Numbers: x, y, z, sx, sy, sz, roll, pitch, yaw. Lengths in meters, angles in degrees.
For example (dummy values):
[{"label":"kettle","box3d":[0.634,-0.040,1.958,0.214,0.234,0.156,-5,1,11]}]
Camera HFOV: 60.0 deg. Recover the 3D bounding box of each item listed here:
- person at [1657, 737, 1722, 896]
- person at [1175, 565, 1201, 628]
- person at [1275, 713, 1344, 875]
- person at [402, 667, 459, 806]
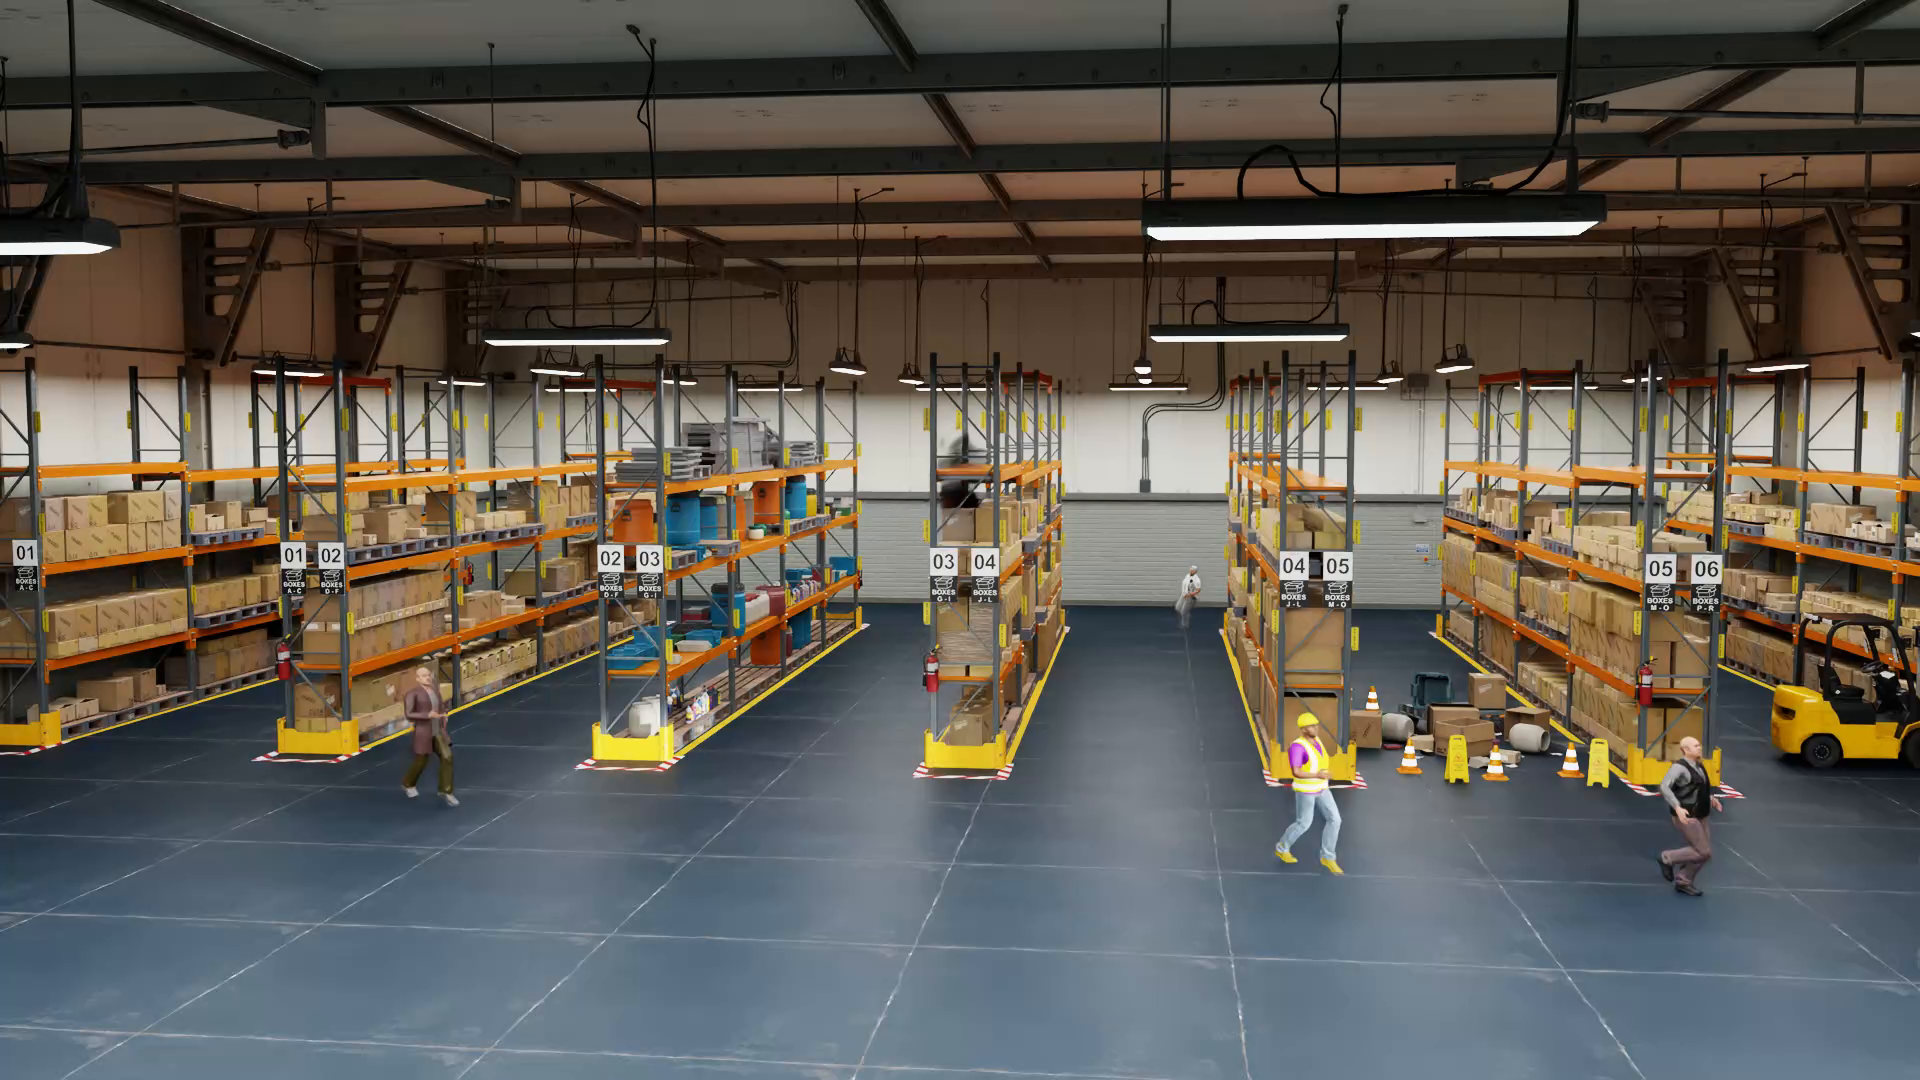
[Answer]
[{"label":"person","box3d":[7.755,2.928,17.618,0.665,1.684,0.546,-3,5,-40]},{"label":"person","box3d":[5.519,1.371,40.315,0.520,1.562,0.820,-3,5,-35]},{"label":"person","box3d":[3.920,2.822,18.608,0.702,1.798,0.804,-4,5,-42]},{"label":"person","box3d":[-6.995,2.577,21.907,0.963,1.815,0.725,3,5,38]}]
